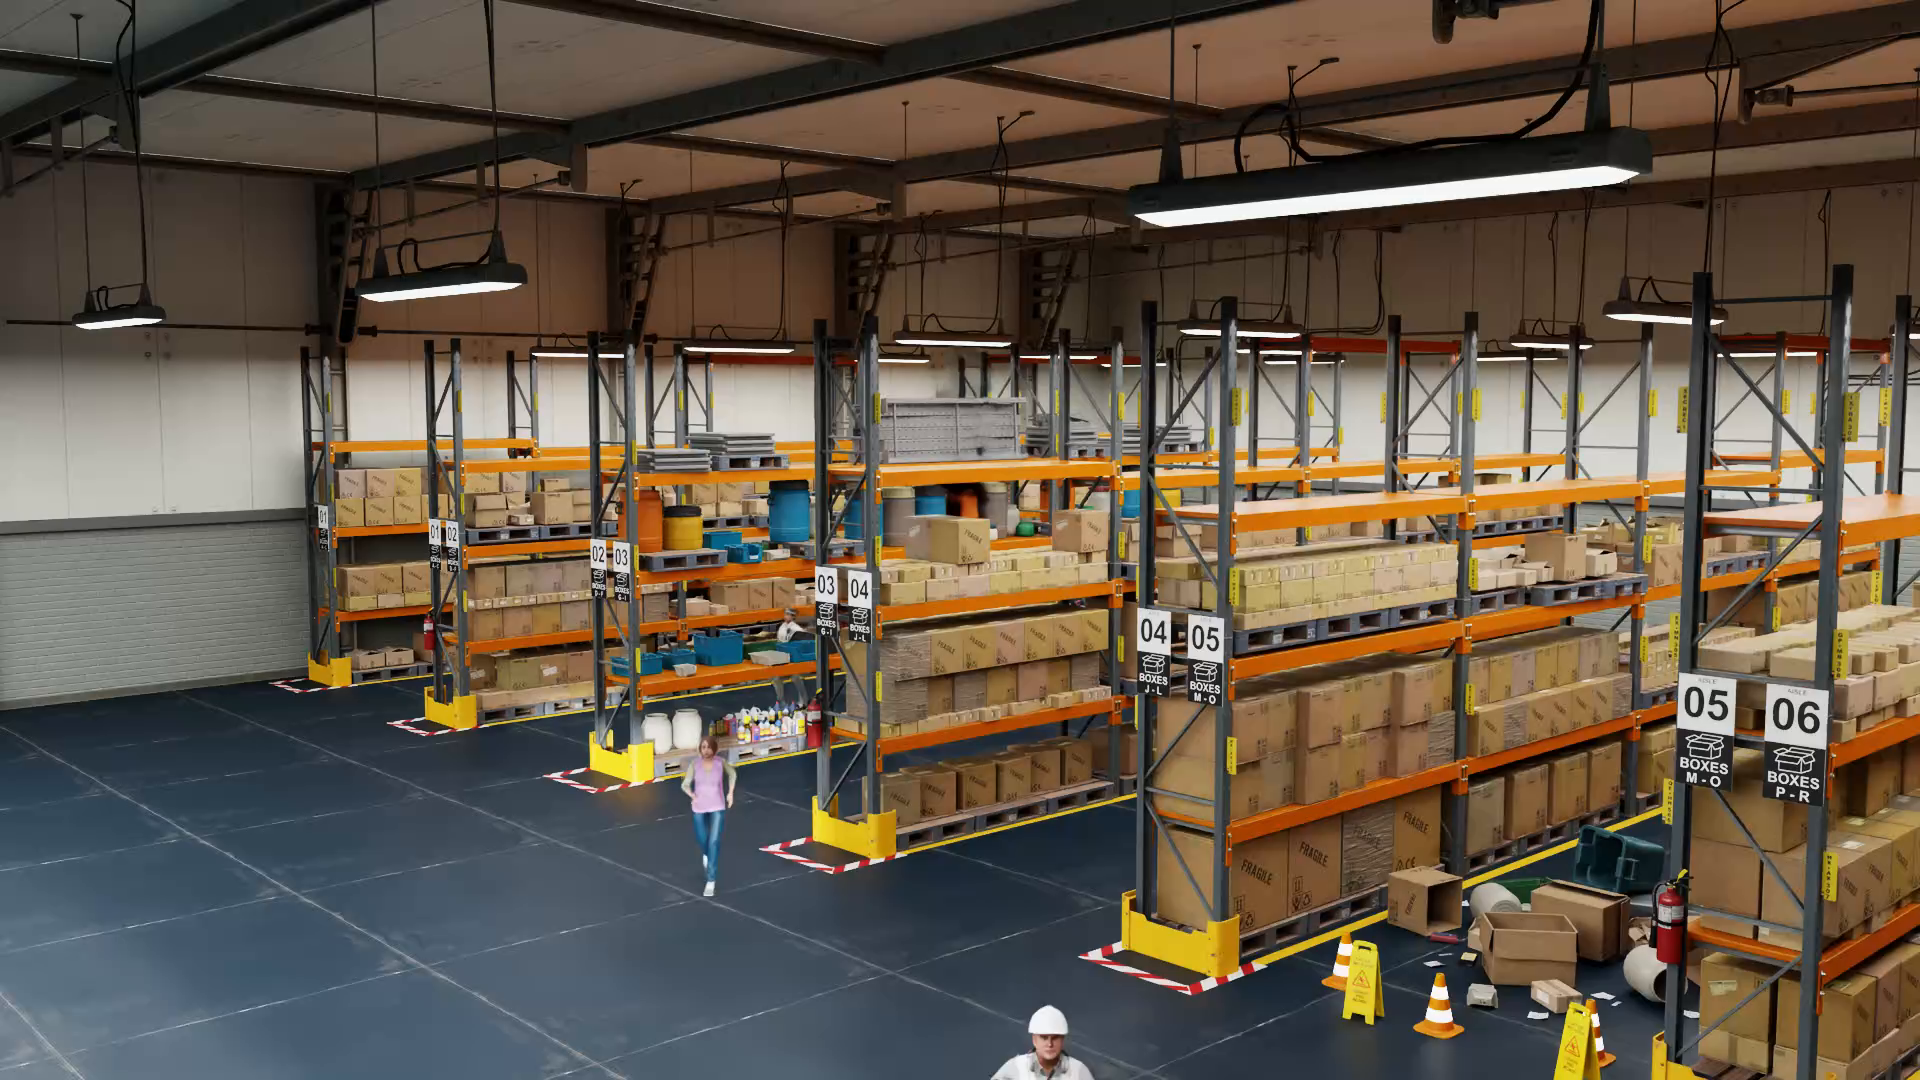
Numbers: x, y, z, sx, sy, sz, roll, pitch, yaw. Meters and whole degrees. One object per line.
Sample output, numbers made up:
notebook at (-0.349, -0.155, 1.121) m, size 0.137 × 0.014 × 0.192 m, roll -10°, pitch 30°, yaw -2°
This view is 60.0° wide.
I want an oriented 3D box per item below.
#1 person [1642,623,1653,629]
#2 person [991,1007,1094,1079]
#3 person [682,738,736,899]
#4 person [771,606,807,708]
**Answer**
person at (10.518, 2.110, 25.376) m, size 0.737 × 1.692 × 0.576 m, roll -3°, pitch 6°, yaw -33°
person at (0.466, 3.483, 9.161) m, size 0.627 × 1.834 × 0.756 m, roll 0°, pitch 5°, yaw -4°
person at (-2.621, 2.859, 17.374) m, size 0.558 × 1.589 × 0.831 m, roll 0°, pitch 5°, yaw -4°
person at (-2.813, 1.938, 27.104) m, size 0.580 × 1.753 × 0.758 m, roll 4°, pitch 6°, yaw 36°
